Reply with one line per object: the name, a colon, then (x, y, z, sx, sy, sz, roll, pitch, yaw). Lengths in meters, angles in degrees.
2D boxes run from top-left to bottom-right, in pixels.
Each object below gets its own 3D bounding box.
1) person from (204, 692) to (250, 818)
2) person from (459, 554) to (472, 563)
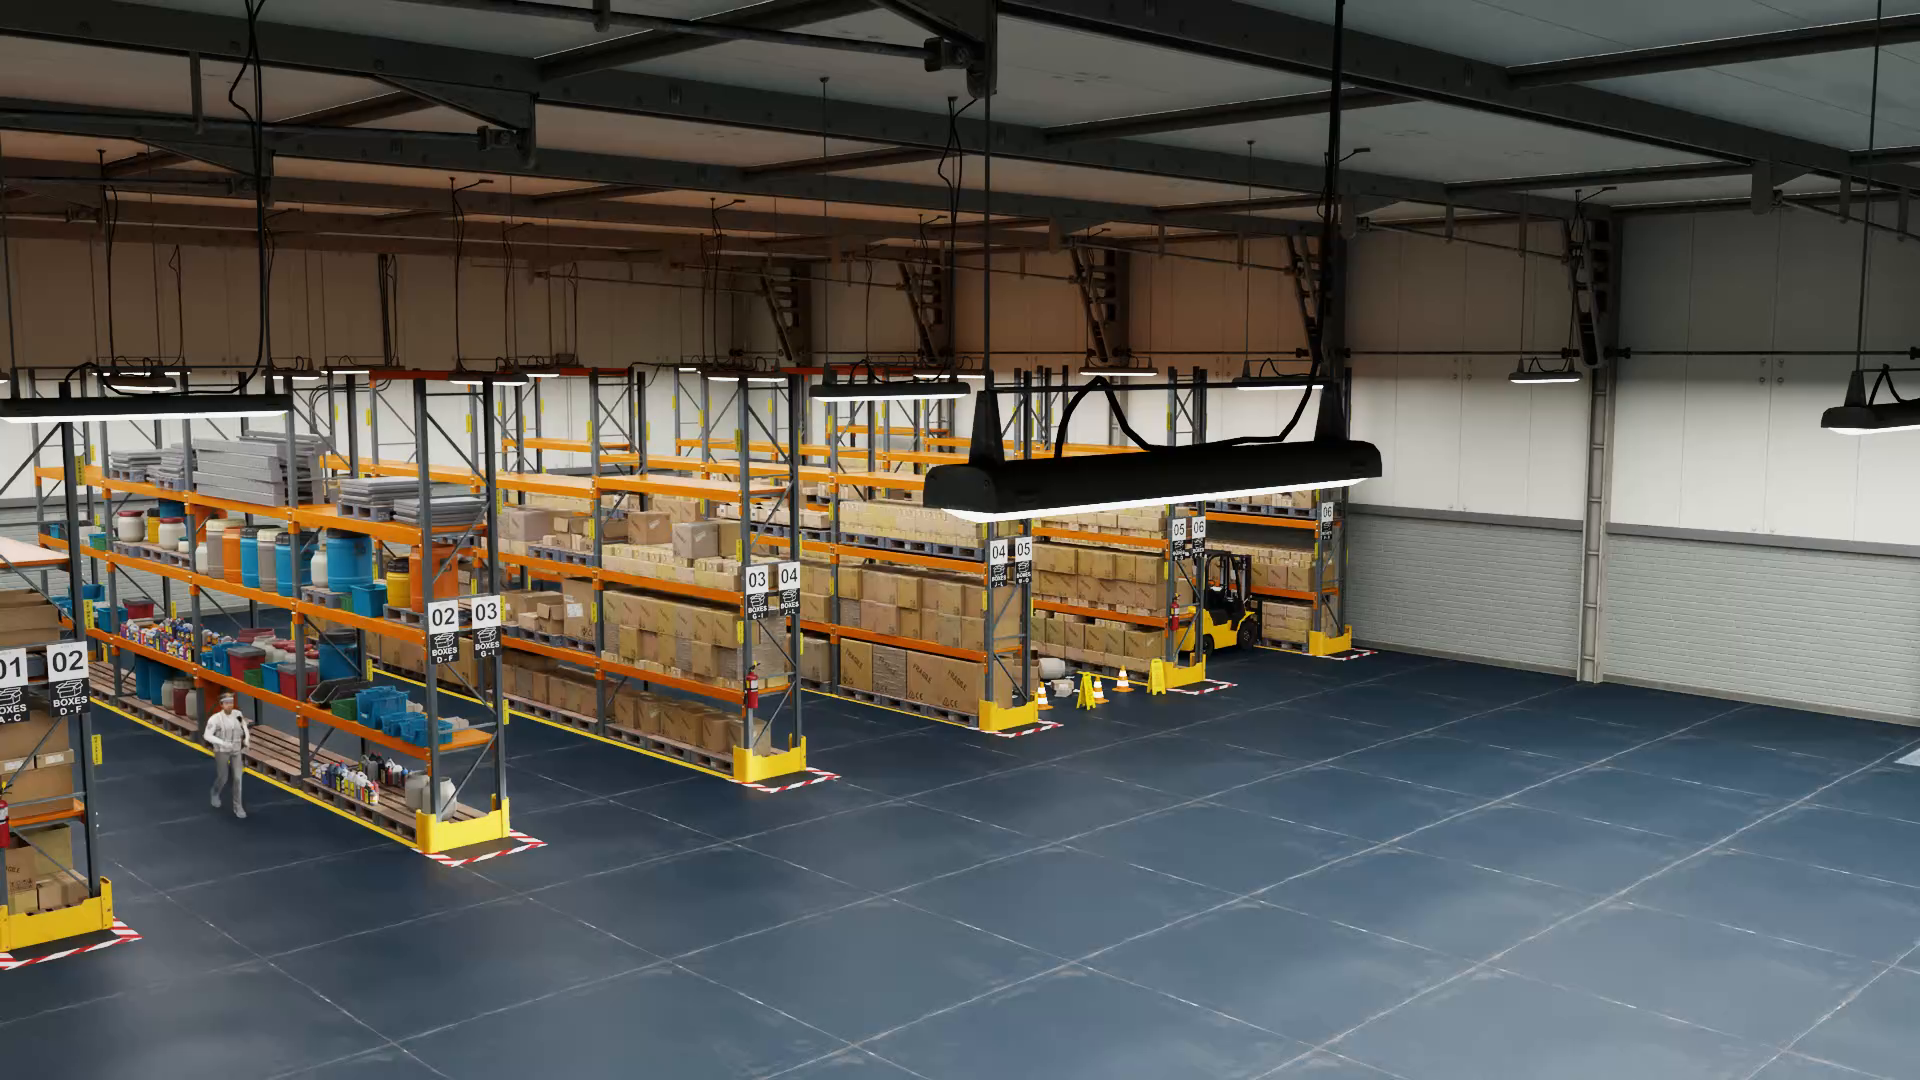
person: (-10.064, 2.919, 22.863, 0.815, 1.712, 0.637, 6, 9, 44)
person: (-11.811, 1.076, 39.338, 0.711, 1.690, 0.644, 3, 7, 26)
